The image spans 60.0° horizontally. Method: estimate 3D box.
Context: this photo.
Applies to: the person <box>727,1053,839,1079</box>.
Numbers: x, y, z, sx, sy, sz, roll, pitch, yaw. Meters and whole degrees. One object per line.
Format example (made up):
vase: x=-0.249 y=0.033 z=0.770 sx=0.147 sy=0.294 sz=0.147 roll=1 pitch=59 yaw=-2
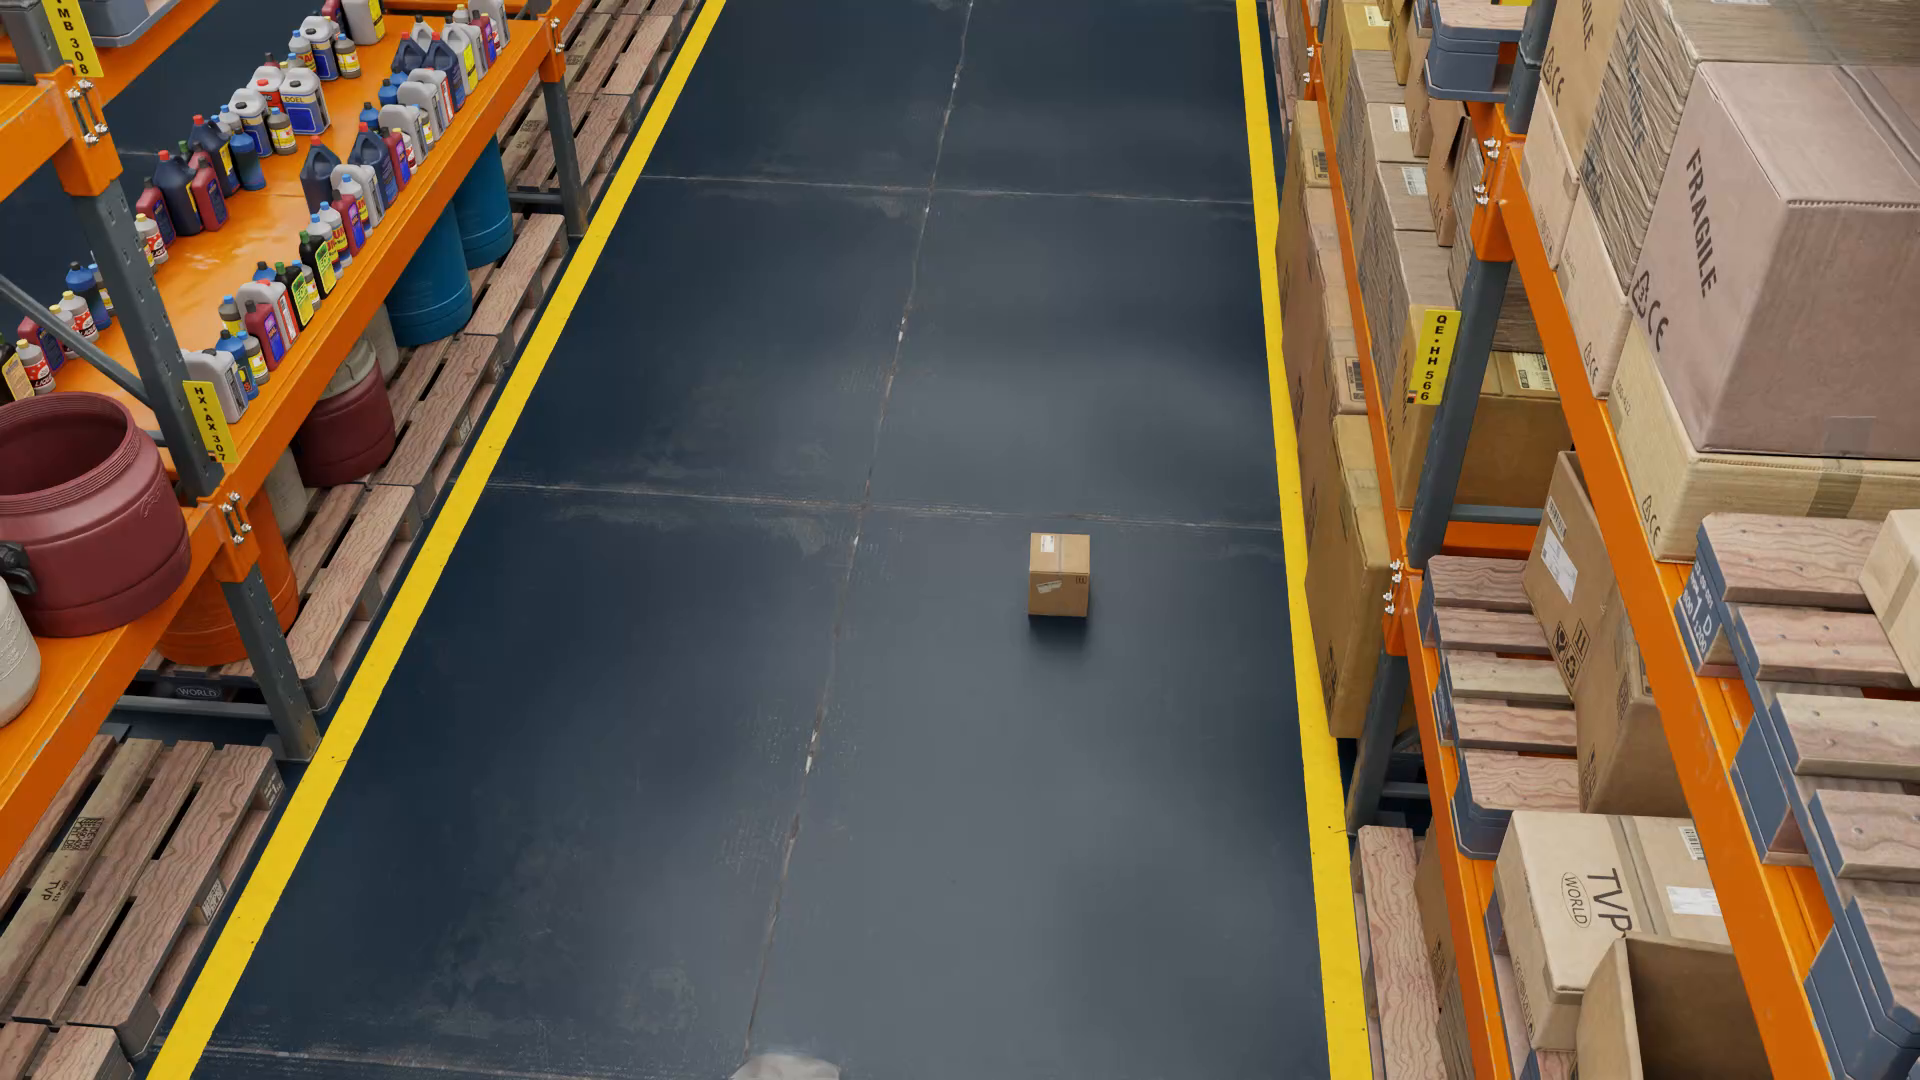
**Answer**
person: x=-0.398 y=1.875 z=3.924 sx=0.510 sy=1.681 sz=0.790 roll=11 pitch=42 yaw=13
